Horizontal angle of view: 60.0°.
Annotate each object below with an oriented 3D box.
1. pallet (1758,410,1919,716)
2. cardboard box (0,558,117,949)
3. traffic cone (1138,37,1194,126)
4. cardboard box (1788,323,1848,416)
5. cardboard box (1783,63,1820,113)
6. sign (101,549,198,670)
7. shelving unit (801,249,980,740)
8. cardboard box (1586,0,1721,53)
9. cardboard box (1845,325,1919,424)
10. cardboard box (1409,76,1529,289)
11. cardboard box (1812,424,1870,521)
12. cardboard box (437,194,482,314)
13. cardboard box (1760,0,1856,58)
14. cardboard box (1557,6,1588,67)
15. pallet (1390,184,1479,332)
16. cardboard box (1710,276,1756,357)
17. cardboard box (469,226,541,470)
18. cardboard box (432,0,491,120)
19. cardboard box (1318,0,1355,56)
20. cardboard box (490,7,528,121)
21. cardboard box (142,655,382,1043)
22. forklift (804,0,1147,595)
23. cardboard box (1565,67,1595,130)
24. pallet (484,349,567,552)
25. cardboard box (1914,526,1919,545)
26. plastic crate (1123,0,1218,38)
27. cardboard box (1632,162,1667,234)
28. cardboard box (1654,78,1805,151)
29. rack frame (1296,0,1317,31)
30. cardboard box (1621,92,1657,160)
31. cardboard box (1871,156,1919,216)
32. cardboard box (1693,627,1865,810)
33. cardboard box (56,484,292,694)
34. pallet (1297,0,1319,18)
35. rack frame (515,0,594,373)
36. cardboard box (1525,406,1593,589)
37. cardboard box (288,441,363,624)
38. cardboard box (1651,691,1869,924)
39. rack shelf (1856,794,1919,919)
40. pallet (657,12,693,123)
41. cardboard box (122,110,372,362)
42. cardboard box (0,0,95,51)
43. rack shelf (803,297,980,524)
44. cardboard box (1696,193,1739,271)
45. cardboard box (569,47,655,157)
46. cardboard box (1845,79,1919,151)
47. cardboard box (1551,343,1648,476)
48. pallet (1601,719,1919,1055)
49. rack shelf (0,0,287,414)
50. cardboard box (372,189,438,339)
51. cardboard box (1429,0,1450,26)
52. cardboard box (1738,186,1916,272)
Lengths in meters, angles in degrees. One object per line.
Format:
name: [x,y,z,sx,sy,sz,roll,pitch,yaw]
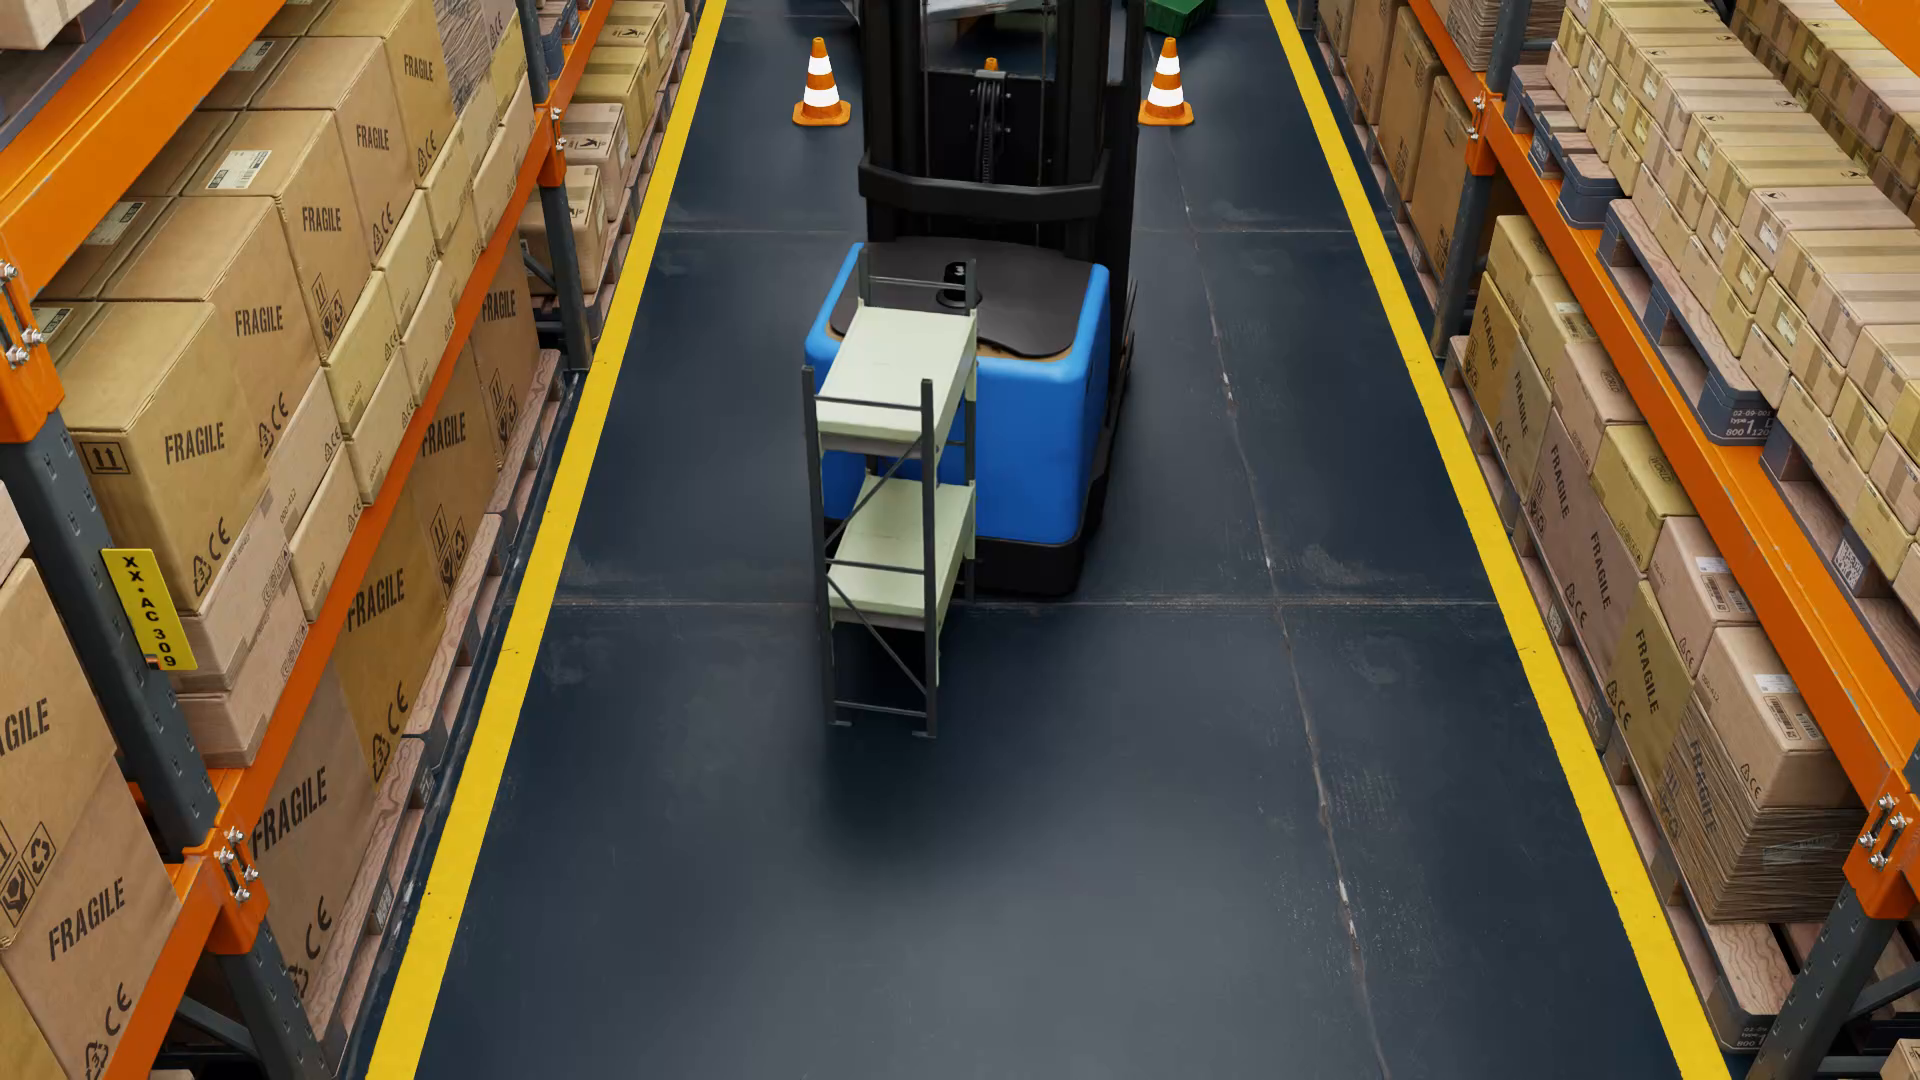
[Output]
pallet: [2.878,0.046,4.447,1.003,0.211,1.213,0,39,0]
cardboard box: [-1.939,0.382,2.995,0.500,0.500,0.500,0,39,0]
traffic cone: [1.216,-2.724,9.779,0.336,0.463,0.334,0,39,0]
cardboard box: [2.532,-0.472,4.568,0.380,0.149,0.250,-1,39,-2]
cardboard box: [3.190,-1.594,5.967,0.380,0.149,0.250,1,39,1]
sign: [-1.661,0.146,3.413,0.100,0.325,0.005,0,39,0]
shelving unit: [-0.211,-0.135,5.719,0.431,1.500,0.755,7,39,8]
cardboard box: [2.539,-1.893,6.102,0.380,0.149,0.250,-1,39,-1]
cardboard box: [2.539,-0.429,4.276,0.380,0.149,0.250,-1,39,-1]
cardboard box: [2.819,-1.719,7.959,1.050,0.750,0.750,-1,39,-1]
cardboard box: [2.536,-0.183,4.445,0.380,0.149,0.250,0,39,0]
cardboard box: [-1.960,-0.976,5.689,0.500,0.250,0.500,0,39,-1]
cardboard box: [3.186,-1.887,6.095,0.380,0.149,0.250,0,39,-1]
cardboard box: [2.529,-1.931,6.389,0.380,0.149,0.250,2,39,2]
pallet: [2.804,-1.457,8.399,1.003,0.211,1.213,0,39,0]
cardboard box: [2.531,-0.679,5.064,0.380,0.149,0.250,2,39,2]
cardboard box: [-2.303,-0.888,6.823,0.875,0.875,0.875,0,39,0]
cardboard box: [-1.950,-1.770,5.681,0.500,0.500,0.500,1,39,1]
cardboard box: [2.815,-3.451,10.121,1.050,0.750,0.750,0,39,0]
cardboard box: [-1.966,-1.819,6.341,0.500,0.250,0.500,0,39,0]
cardboard box: [-2.297,0.794,4.724,0.875,0.875,0.875,1,39,1]
forklift: [0.203,-1.856,6.722,1.130,2.935,3.031,7,39,8]
cardboard box: [2.528,-1.670,6.300,0.380,0.149,0.250,2,39,2]
pallet: [-2.295,-0.404,7.085,1.003,0.211,1.213,0,39,0]
cardboard box: [2.536,0.019,3.955,0.380,0.149,0.250,1,39,1]
plastic crate: [1.414,-3.586,11.029,0.450,0.188,0.662,27,45,16]
cardboard box: [2.533,-1.166,5.671,0.380,0.149,0.250,1,39,1]
cardboard box: [2.537,-1.404,5.493,0.380,0.149,0.250,2,39,2]
rack frame: [2.725,-4.553,10.033,1.000,3.000,0.127,0,39,0]
cardboard box: [2.536,-1.437,5.772,0.380,0.149,0.250,0,39,0]
cardboard box: [3.189,-1.119,5.374,0.380,0.149,0.250,1,39,1]
cardboard box: [2.480,0.503,4.787,0.500,0.250,0.500,-1,39,-1]
cardboard box: [-1.935,0.104,3.941,0.500,0.250,0.500,-1,39,-1]
pallet: [2.802,-3.941,11.499,1.003,0.211,1.213,0,39,0]
rack frame: [-2.221,-1.985,6.828,1.000,3.000,0.127,0,39,0]
cardboard box: [2.484,-0.162,6.217,0.500,0.500,0.500,-1,39,-1]
cardboard box: [-1.955,-0.024,4.501,0.500,0.250,0.500,-1,39,-1]
cardboard box: [2.481,0.798,5.018,0.500,0.500,0.500,-1,39,-1]
rack shelf: [2.736,1.981,2.455,1.077,0.370,4.000,0,39,0]
pallet: [-2.223,-2.912,10.214,1.003,0.211,1.213,0,39,0]
cardboard box: [-1.955,-0.820,4.495,0.500,0.500,0.500,-1,39,-1]
cardboard box: [-1.867,-1.079,3.071,0.396,0.266,0.258,0,39,0]
rack shelf: [-0.211,-0.440,5.475,0.431,0.370,0.720,7,39,8]
cardboard box: [2.536,-0.957,5.173,0.380,0.149,0.250,1,39,2]
cardboard box: [-2.215,-2.413,9.127,0.950,0.372,0.625,1,39,1]
cardboard box: [3.185,-1.405,5.494,0.380,0.149,0.250,0,39,0]
cardboard box: [2.476,-0.475,6.007,0.500,0.250,0.500,0,39,0]
pallet: [2.732,1.051,5.270,1.003,0.211,1.213,0,39,0]
rack shelf: [-2.218,-1.624,4.555,1.077,0.370,4.000,0,39,0]
cardboard box: [-1.940,-0.853,5.137,0.500,0.250,0.500,-1,39,-1]
cardboard box: [2.461,-2.684,7.621,0.500,0.500,0.500,0,39,0]
cardboard box: [2.537,-0.914,4.882,0.380,0.149,0.250,-2,39,-2]
